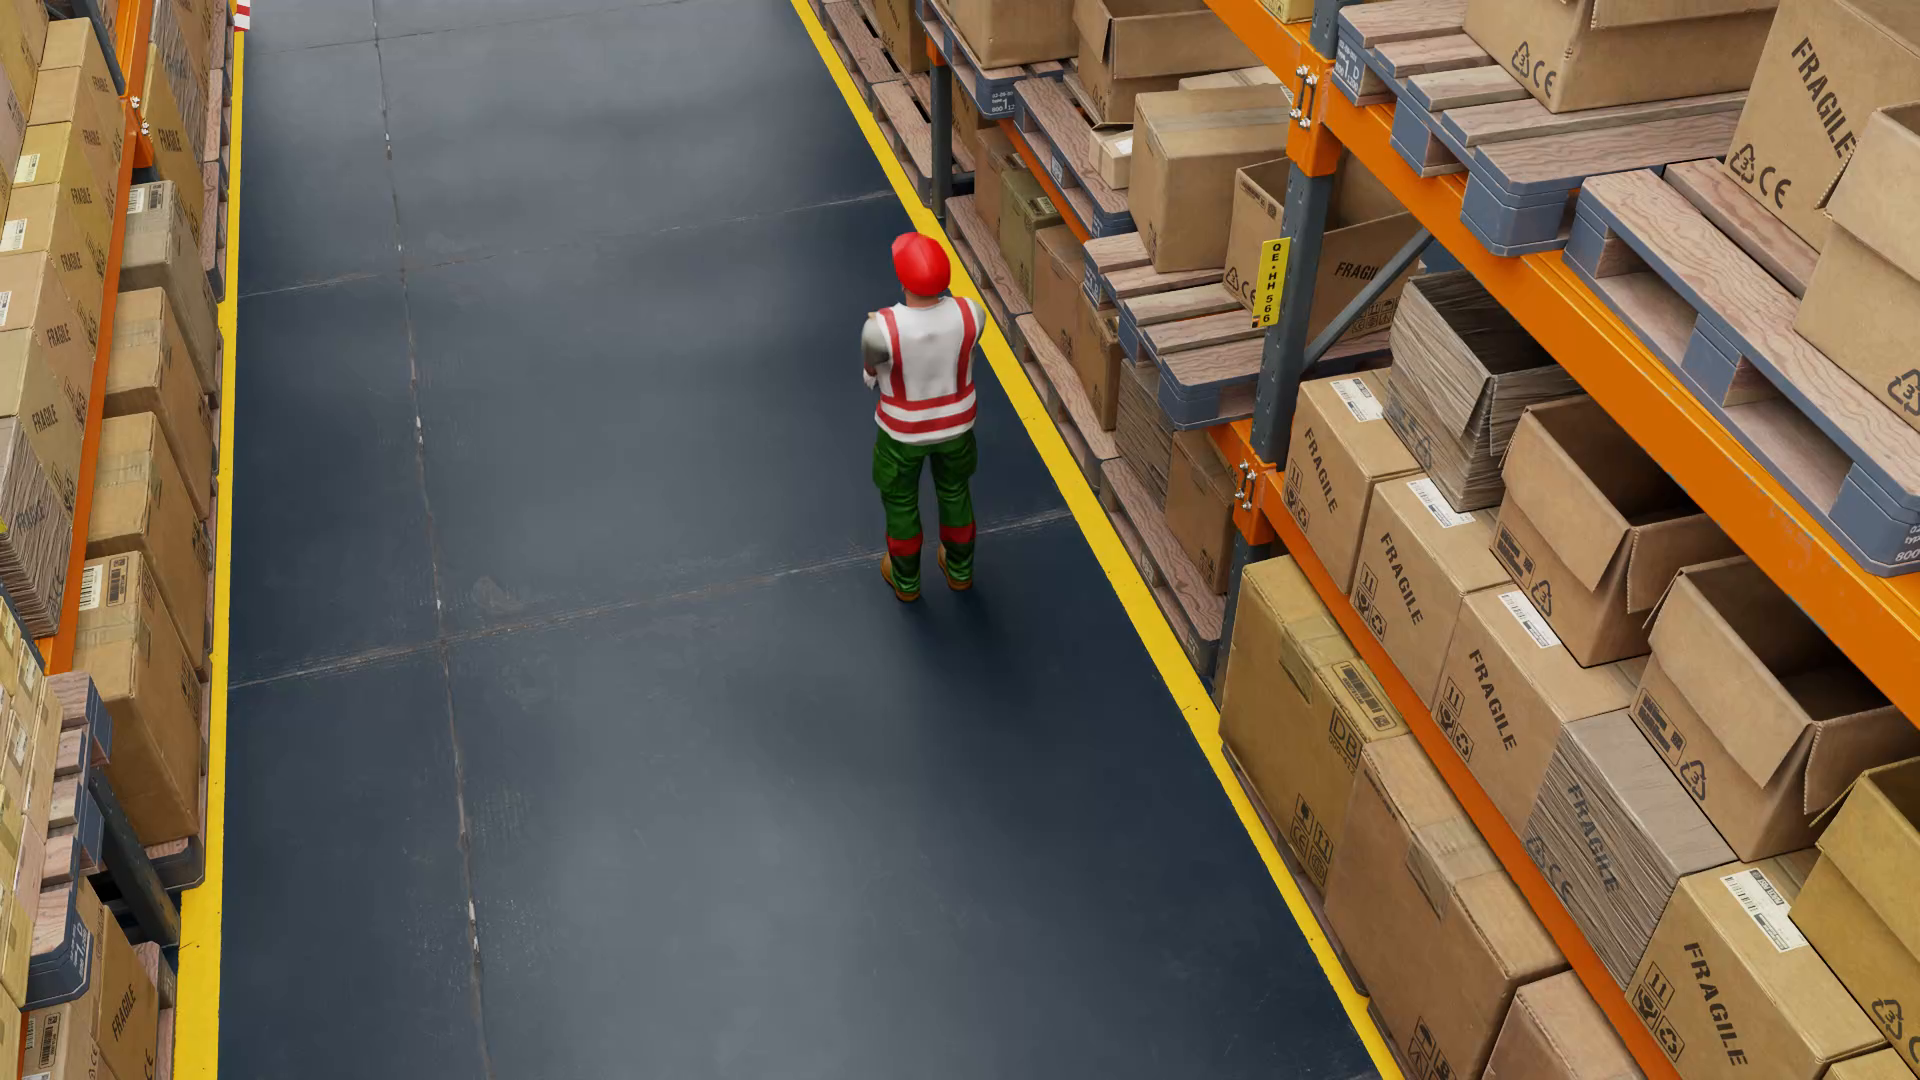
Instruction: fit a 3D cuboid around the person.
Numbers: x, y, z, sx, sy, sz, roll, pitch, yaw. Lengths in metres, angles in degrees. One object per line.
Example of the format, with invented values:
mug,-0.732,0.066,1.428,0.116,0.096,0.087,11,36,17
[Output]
person,-0.176,-0.536,6.745,0.494,1.783,0.572,-12,43,-13
